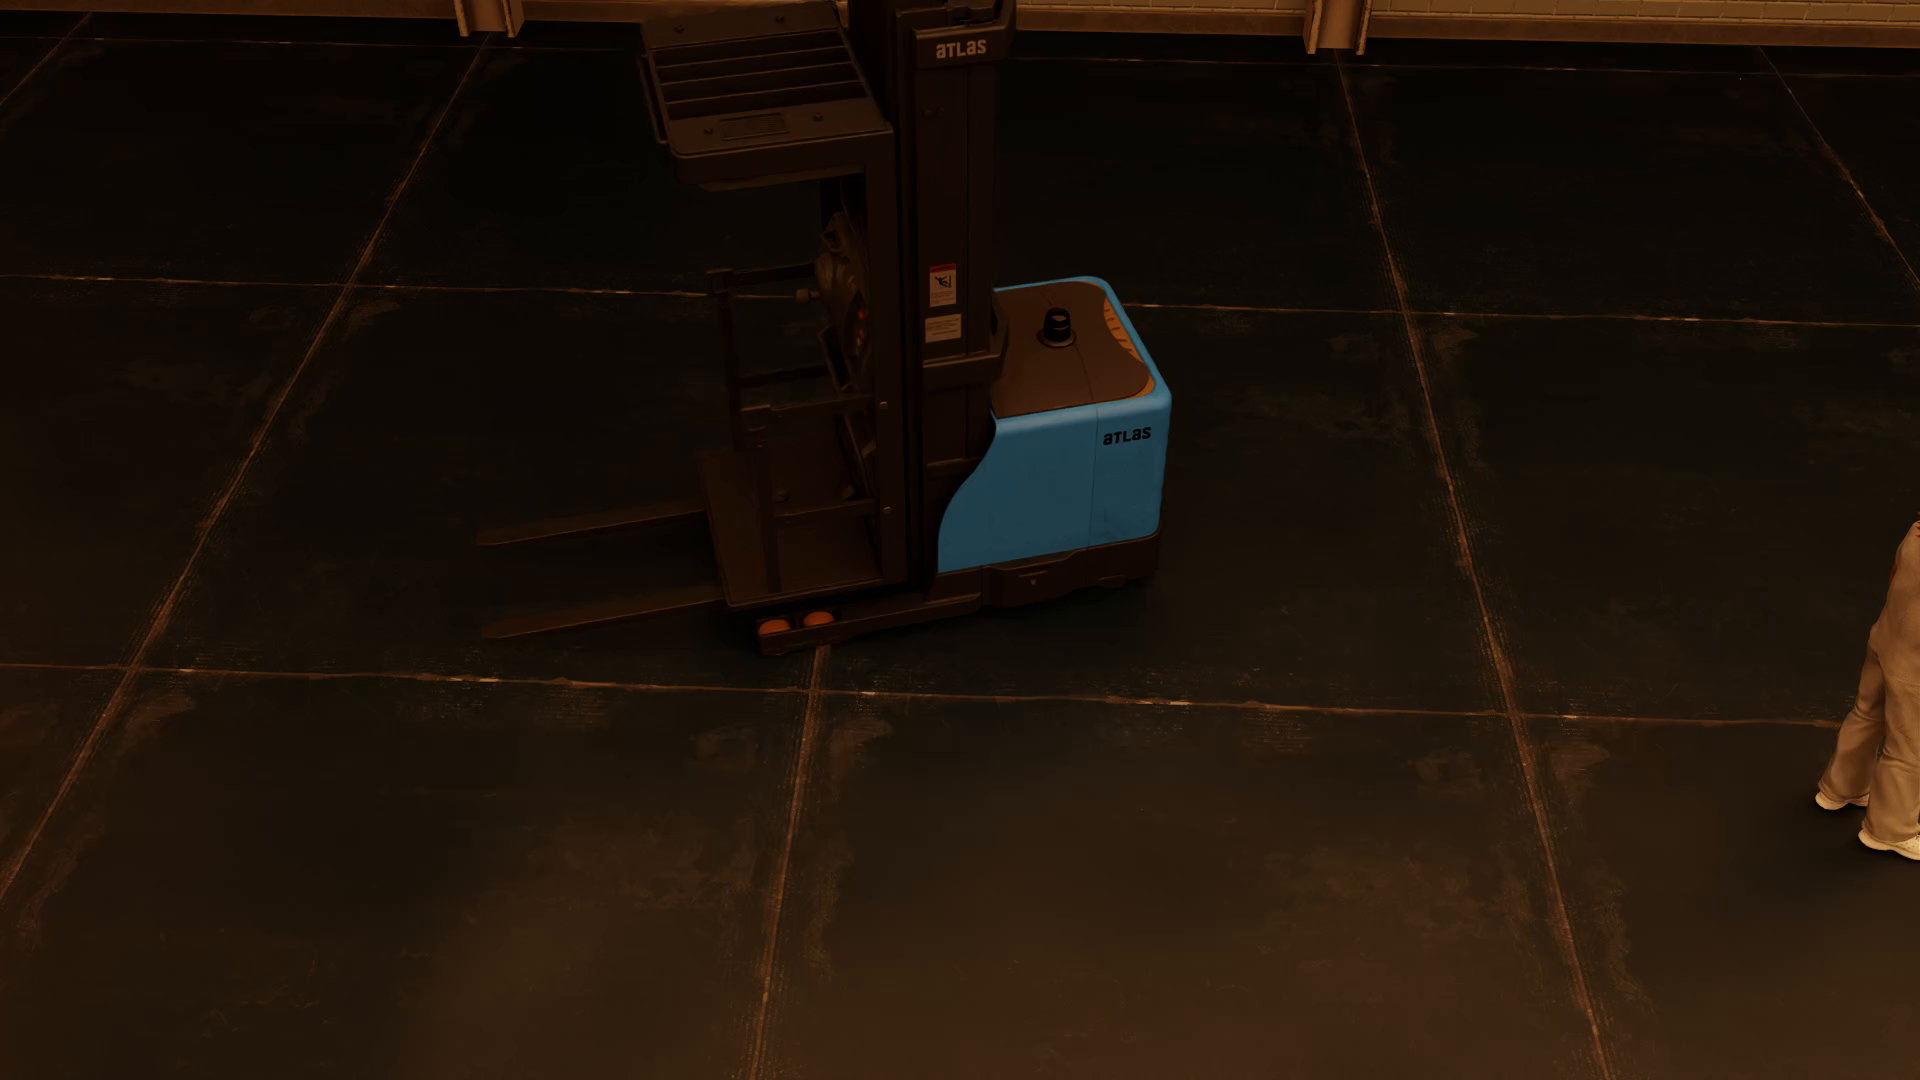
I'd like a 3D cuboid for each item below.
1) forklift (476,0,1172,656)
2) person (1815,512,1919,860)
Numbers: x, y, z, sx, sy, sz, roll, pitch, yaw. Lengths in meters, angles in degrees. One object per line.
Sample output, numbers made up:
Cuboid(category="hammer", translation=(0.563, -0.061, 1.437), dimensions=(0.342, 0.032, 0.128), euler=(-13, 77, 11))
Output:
Cuboid(category="forklift", translation=(-0.661, -0.966, 6.801), dimensions=(3.031, 2.935, 1.130), euler=(-10, 43, -10))
Cuboid(category="person", translation=(3.602, 0.453, 6.166), dimensions=(0.549, 1.675, 0.549), euler=(2, 42, 3))
